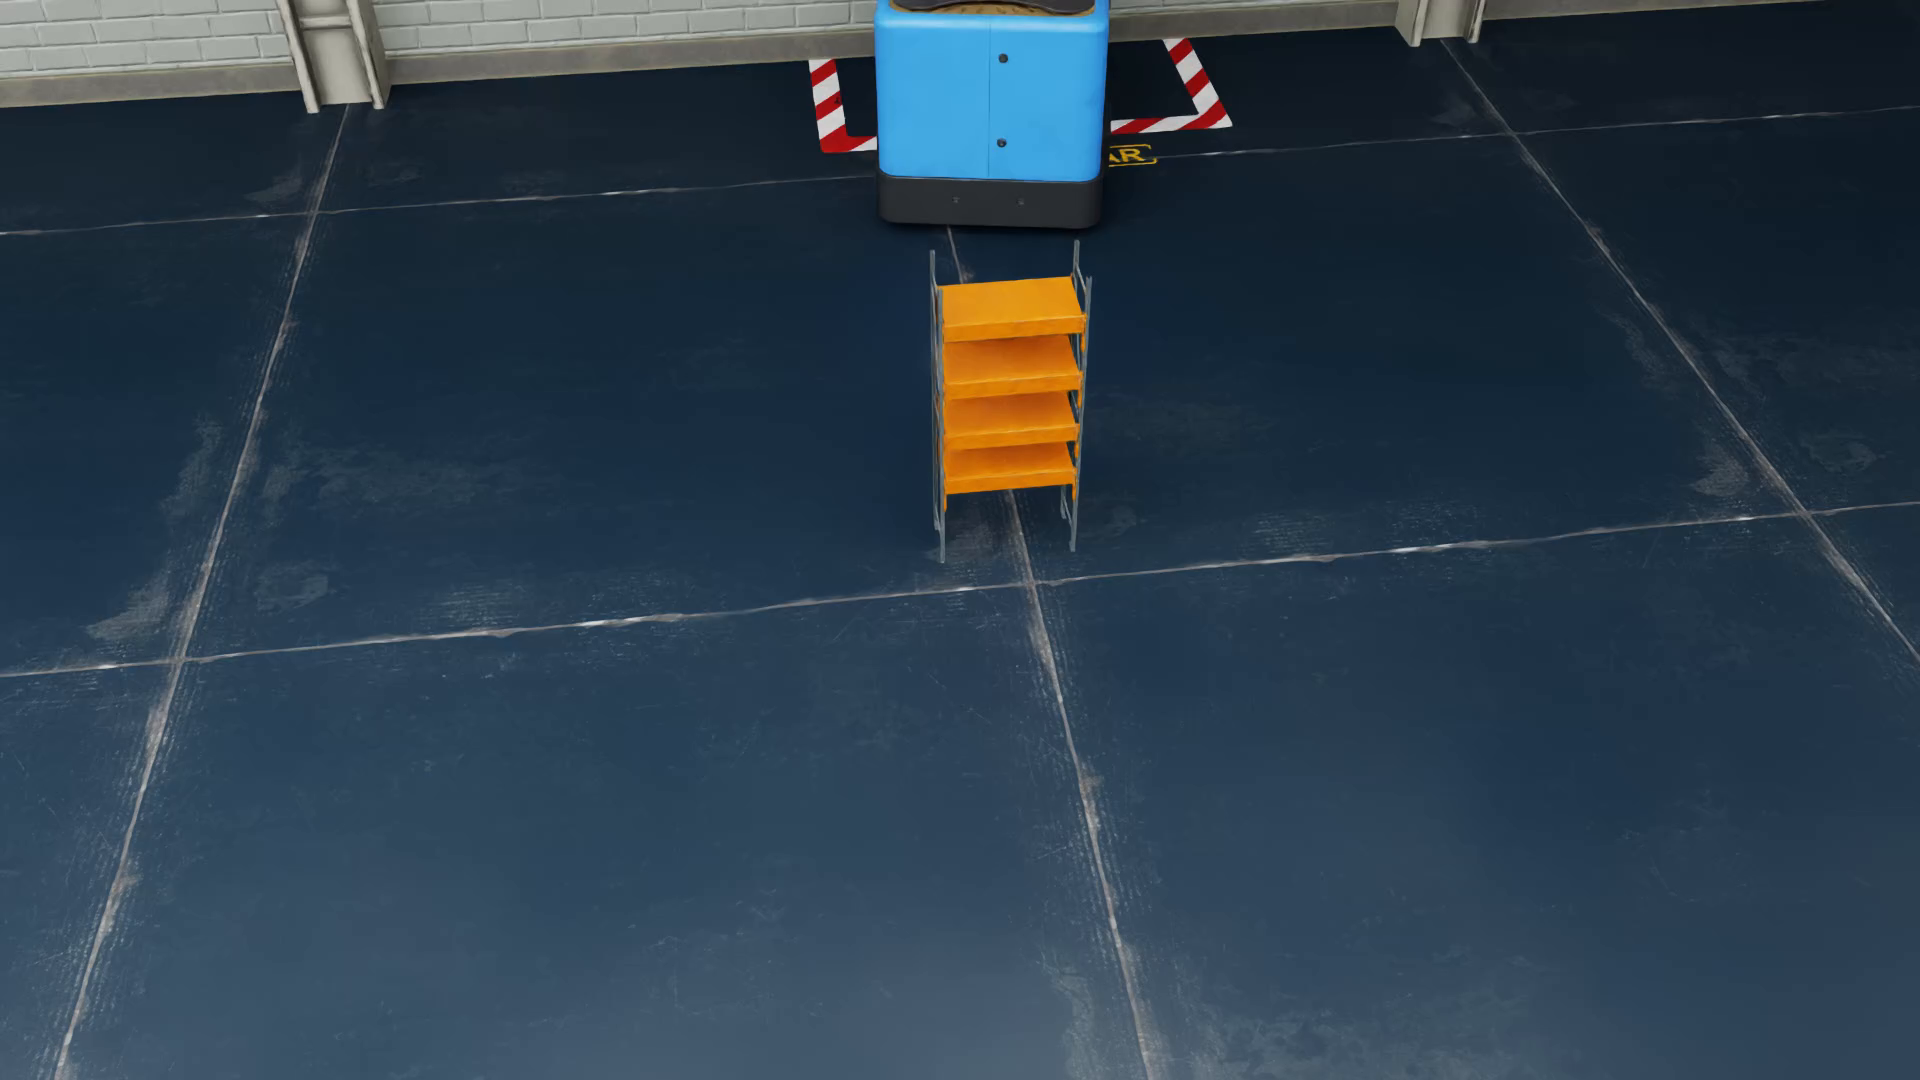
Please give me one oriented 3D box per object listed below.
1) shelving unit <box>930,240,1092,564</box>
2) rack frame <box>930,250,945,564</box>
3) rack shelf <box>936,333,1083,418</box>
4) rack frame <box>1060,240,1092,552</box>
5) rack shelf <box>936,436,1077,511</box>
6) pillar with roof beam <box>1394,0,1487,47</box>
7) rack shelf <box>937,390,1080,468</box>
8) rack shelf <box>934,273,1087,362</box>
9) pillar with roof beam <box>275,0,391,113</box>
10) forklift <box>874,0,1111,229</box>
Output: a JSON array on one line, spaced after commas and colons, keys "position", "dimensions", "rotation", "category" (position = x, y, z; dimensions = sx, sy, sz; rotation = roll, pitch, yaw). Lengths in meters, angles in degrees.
[{"position": [0.164, -0.460, 5.864], "dimensions": [0.503, 1.200, 0.258], "rotation": [-5, 42, -6], "category": "shelving unit"}, {"position": [-0.078, -0.439, 5.841], "dimensions": [0.015, 1.200, 0.240], "rotation": [-5, 42, -6], "category": "rack frame"}, {"position": [0.164, -0.576, 5.759], "dimensions": [0.480, 0.148, 0.258], "rotation": [-5, 42, -6], "category": "rack shelf"}, {"position": [0.406, -0.481, 5.888], "dimensions": [0.015, 1.200, 0.240], "rotation": [-5, 42, -6], "category": "rack frame"}, {"position": [0.164, -0.263, 6.042], "dimensions": [0.480, 0.148, 0.258], "rotation": [-5, 42, -6], "category": "rack shelf"}, {"position": [3.257, -3.365, 3.262], "dimensions": [0.400, 9.000, 9.100], "rotation": [-5, 42, -6], "category": "pillar with roof beam"}, {"position": [0.164, -0.410, 5.909], "dimensions": [0.480, 0.148, 0.258], "rotation": [-5, 42, -6], "category": "rack shelf"}, {"position": [0.164, -0.752, 5.601], "dimensions": [0.480, 0.148, 0.258], "rotation": [-5, 42, -6], "category": "rack shelf"}, {"position": [-2.693, -2.844, 2.684], "dimensions": [0.400, 9.000, 9.100], "rotation": [-5, 42, -6], "category": "pillar with roof beam"}, {"position": [0.222, -3.515, 7.959], "dimensions": [1.130, 2.935, 3.031], "rotation": [2, 42, 3], "category": "forklift"}]
